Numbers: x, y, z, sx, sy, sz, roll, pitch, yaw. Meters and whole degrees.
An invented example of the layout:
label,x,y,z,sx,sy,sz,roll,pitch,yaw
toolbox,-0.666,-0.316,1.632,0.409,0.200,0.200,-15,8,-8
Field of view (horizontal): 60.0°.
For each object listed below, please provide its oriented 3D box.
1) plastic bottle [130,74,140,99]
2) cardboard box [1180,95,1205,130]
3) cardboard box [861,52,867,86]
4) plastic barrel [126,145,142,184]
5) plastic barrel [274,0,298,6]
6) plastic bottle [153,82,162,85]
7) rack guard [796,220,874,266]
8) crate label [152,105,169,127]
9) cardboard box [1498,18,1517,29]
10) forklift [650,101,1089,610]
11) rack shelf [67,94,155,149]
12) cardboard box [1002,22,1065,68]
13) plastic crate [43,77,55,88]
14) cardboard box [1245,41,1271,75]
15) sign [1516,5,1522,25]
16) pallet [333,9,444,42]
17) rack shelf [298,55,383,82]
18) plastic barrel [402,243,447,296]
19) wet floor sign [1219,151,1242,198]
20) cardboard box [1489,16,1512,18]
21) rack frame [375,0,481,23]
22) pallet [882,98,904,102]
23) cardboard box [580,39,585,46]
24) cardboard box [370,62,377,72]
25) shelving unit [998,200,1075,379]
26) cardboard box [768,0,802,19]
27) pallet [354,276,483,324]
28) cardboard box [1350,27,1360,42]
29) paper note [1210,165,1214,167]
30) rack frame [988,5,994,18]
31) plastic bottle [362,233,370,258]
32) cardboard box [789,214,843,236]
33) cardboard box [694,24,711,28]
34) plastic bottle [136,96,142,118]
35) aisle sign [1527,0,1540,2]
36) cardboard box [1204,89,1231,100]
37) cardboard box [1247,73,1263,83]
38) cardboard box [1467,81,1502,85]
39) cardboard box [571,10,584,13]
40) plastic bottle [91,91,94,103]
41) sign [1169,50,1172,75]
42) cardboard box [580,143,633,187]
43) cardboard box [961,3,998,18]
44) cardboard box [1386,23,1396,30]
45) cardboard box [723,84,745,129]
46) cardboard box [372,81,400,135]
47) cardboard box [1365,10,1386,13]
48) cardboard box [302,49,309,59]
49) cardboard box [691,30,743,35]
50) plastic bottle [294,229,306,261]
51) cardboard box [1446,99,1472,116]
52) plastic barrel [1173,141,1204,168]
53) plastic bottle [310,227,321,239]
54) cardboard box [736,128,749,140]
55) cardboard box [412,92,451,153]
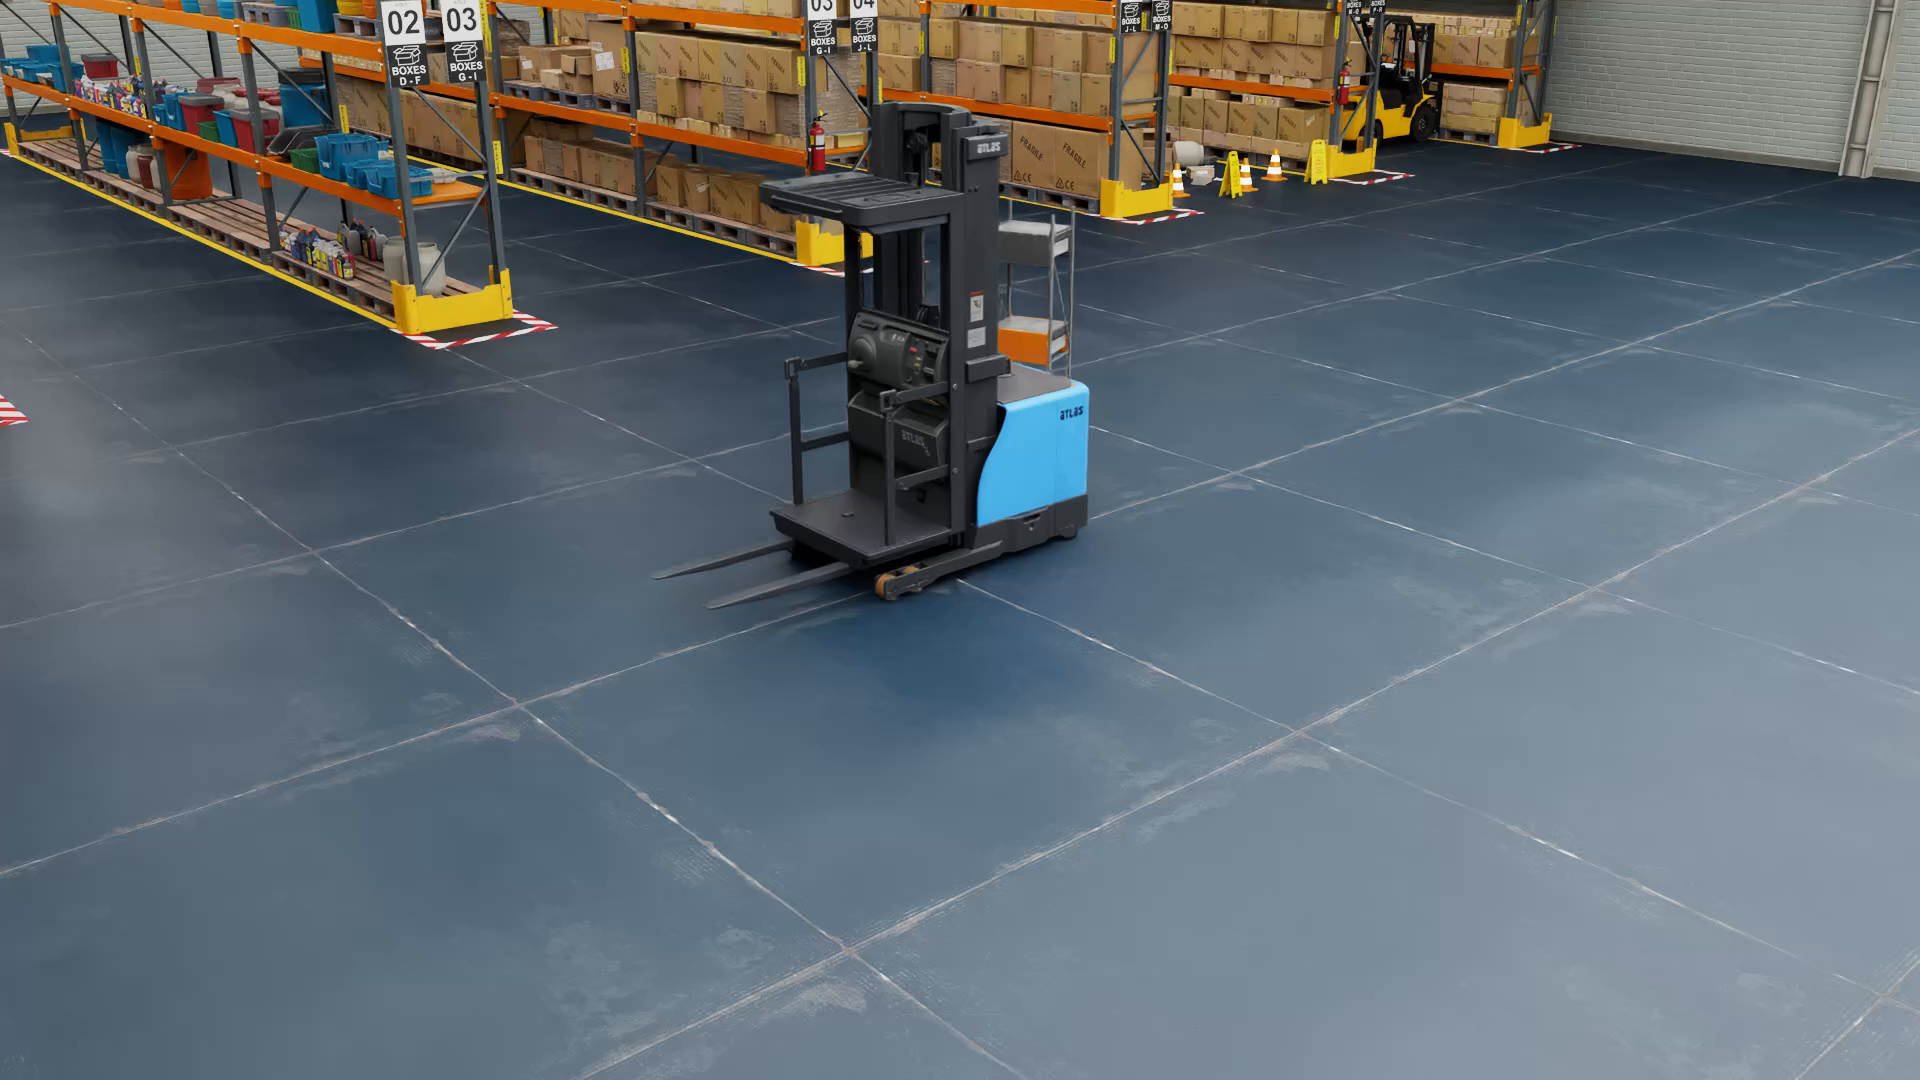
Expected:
label,x,y,z,sx,sy,sz,roll,pitch,yaw
plastic bottle,-12.109,-6.666,24.458,0.144,0.351,0.185,-17,27,-37
cardboard box,4.053,-7.171,27.845,0.500,0.500,0.500,-16,27,-35
cardboard box,-1.373,-7.479,26.328,0.500,0.500,0.500,-17,27,-37
plastic barrel,-11.863,-5.460,24.148,0.421,0.512,0.421,0,21,0
plastic barrel,-7.178,-6.265,17.992,0.600,0.901,0.708,-17,27,-37
plastic bottle,-11.659,-6.519,24.186,0.152,0.276,0.135,-17,27,-37
rack guard,-1.433,-3.671,20.172,1.175,0.500,0.348,-17,27,-37
crate label,-10.366,-5.562,21.801,0.303,0.233,0.416,-17,27,-37
cardboard box,9.489,-8.892,28.639,0.380,0.149,0.250,-17,27,-37
forklift,-0.558,-1.198,10.524,3.031,2.935,1.130,-17,27,-37
rack shelf,-11.663,-6.063,23.837,1.077,0.370,4.000,-17,27,-37
cardboard box,1.092,-7.084,23.771,0.875,0.550,0.500,-17,27,-37
plastic crate,-13.902,-7.096,25.782,0.437,0.125,0.590,-17,27,-37
cardboard box,4.914,-7.721,26.540,0.500,0.500,0.500,-18,27,-38
sign,9.462,-8.880,28.131,0.100,0.325,0.005,-17,27,-37
pallet,-5.601,-5.196,16.783,1.003,0.211,1.213,-17,27,-37
rack shelf,-10.521,-8.347,29.669,1.077,0.370,4.000,-17,27,-37
plastic barrel,-5.623,-2.836,17.447,0.421,0.512,0.421,0,21,0
wet floor sign,3.960,-5.334,24.218,0.232,0.644,0.267,17,27,36
cardboard box,9.497,-9.137,29.264,0.380,0.149,0.250,-17,27,-36
rack frame,-5.135,-6.429,15.558,1.000,3.000,0.127,-17,27,-37
pallet,-1.148,-8.995,34.161,1.003,0.211,1.213,-17,27,-37
cardboard box,-7.276,-9.836,32.828,0.380,0.149,0.250,-18,28,-38
cardboard box,-9.832,-8.090,28.371,0.380,0.149,0.250,-17,27,-36
shelving unit,0.497,-1.359,12.071,0.503,2.100,0.431,10,24,24
cardboard box,-1.890,-6.214,19.329,0.500,0.250,0.500,-17,27,-36
pallet,-5.747,-2.572,17.762,1.003,0.211,1.213,-17,27,-37
cardboard box,7.363,-9.323,31.037,0.500,0.500,0.500,-18,28,-39
paper note,4.018,-6.049,26.885,0.148,0.019,0.142,12,24,27
rack frame,0.903,-9.384,31.329,1.000,3.000,0.127,-17,27,-37
plastic bottle,-6.832,-3.397,19.166,0.061,0.283,0.133,-17,27,-37
cardboard box,-1.778,-4.022,20.492,0.500,0.500,0.500,-12,24,-28
cardboard box,-4.460,-8.989,29.274,0.380,0.149,0.250,-16,27,-36
plastic bottle,-11.095,-5.865,22.505,0.061,0.283,0.133,-17,27,-37
aisle sign,9.703,-9.478,28.006,0.394,0.787,0.004,-17,27,-37
cardboard box,4.245,-7.354,27.423,0.380,0.149,0.250,-16,26,-34
cardboard box,4.831,-7.446,26.725,0.380,0.149,0.250,-18,28,-38
cardboard box,9.383,-8.052,29.752,0.500,0.250,0.500,-17,27,-37
cardboard box,-7.255,-10.564,32.427,0.500,0.500,0.500,-18,28,-39
plastic bottle,-12.534,-6.446,24.101,0.097,0.201,0.097,0,21,0
sign,2.865,-6.537,22.767,0.100,0.325,0.005,-17,27,-37
cardboard box,-5.041,-5.426,24.048,0.500,0.500,0.700,20,29,41
cardboard box,0.367,-9.976,31.334,0.500,0.500,0.500,-18,28,-39
cardboard box,7.917,-9.364,30.252,0.380,0.149,0.250,-18,28,-38
cardboard box,-2.432,-5.416,20.653,0.875,0.500,0.500,-17,27,-37
cardboard box,-9.586,-7.537,28.952,0.875,0.875,0.875,-17,27,-37
cardboard box,7.667,-9.671,30.627,0.380,0.149,0.250,-18,28,-38
cardboard box,-11.845,-8.941,30.544,0.380,0.149,0.250,-17,27,-37
cardboard box,-3.164,-6.373,21.727,0.500,0.500,0.500,-17,27,-37
plastic bottle,-7.534,-3.390,19.055,0.144,0.351,0.185,-17,27,-36
cardboard box,9.009,-7.705,29.553,0.500,0.250,0.500,-18,28,-38
plastic barrel,3.629,-6.184,26.692,0.512,0.421,0.421,0,21,-1
plastic bottle,-7.424,-3.424,19.143,0.144,0.351,0.185,-17,27,-37
cardboard box,-2.554,-5.068,20.656,0.380,0.149,0.250,-17,27,-37
cardboard box,-8.199,-6.917,27.369,1.225,0.875,0.875,-19,28,-39
